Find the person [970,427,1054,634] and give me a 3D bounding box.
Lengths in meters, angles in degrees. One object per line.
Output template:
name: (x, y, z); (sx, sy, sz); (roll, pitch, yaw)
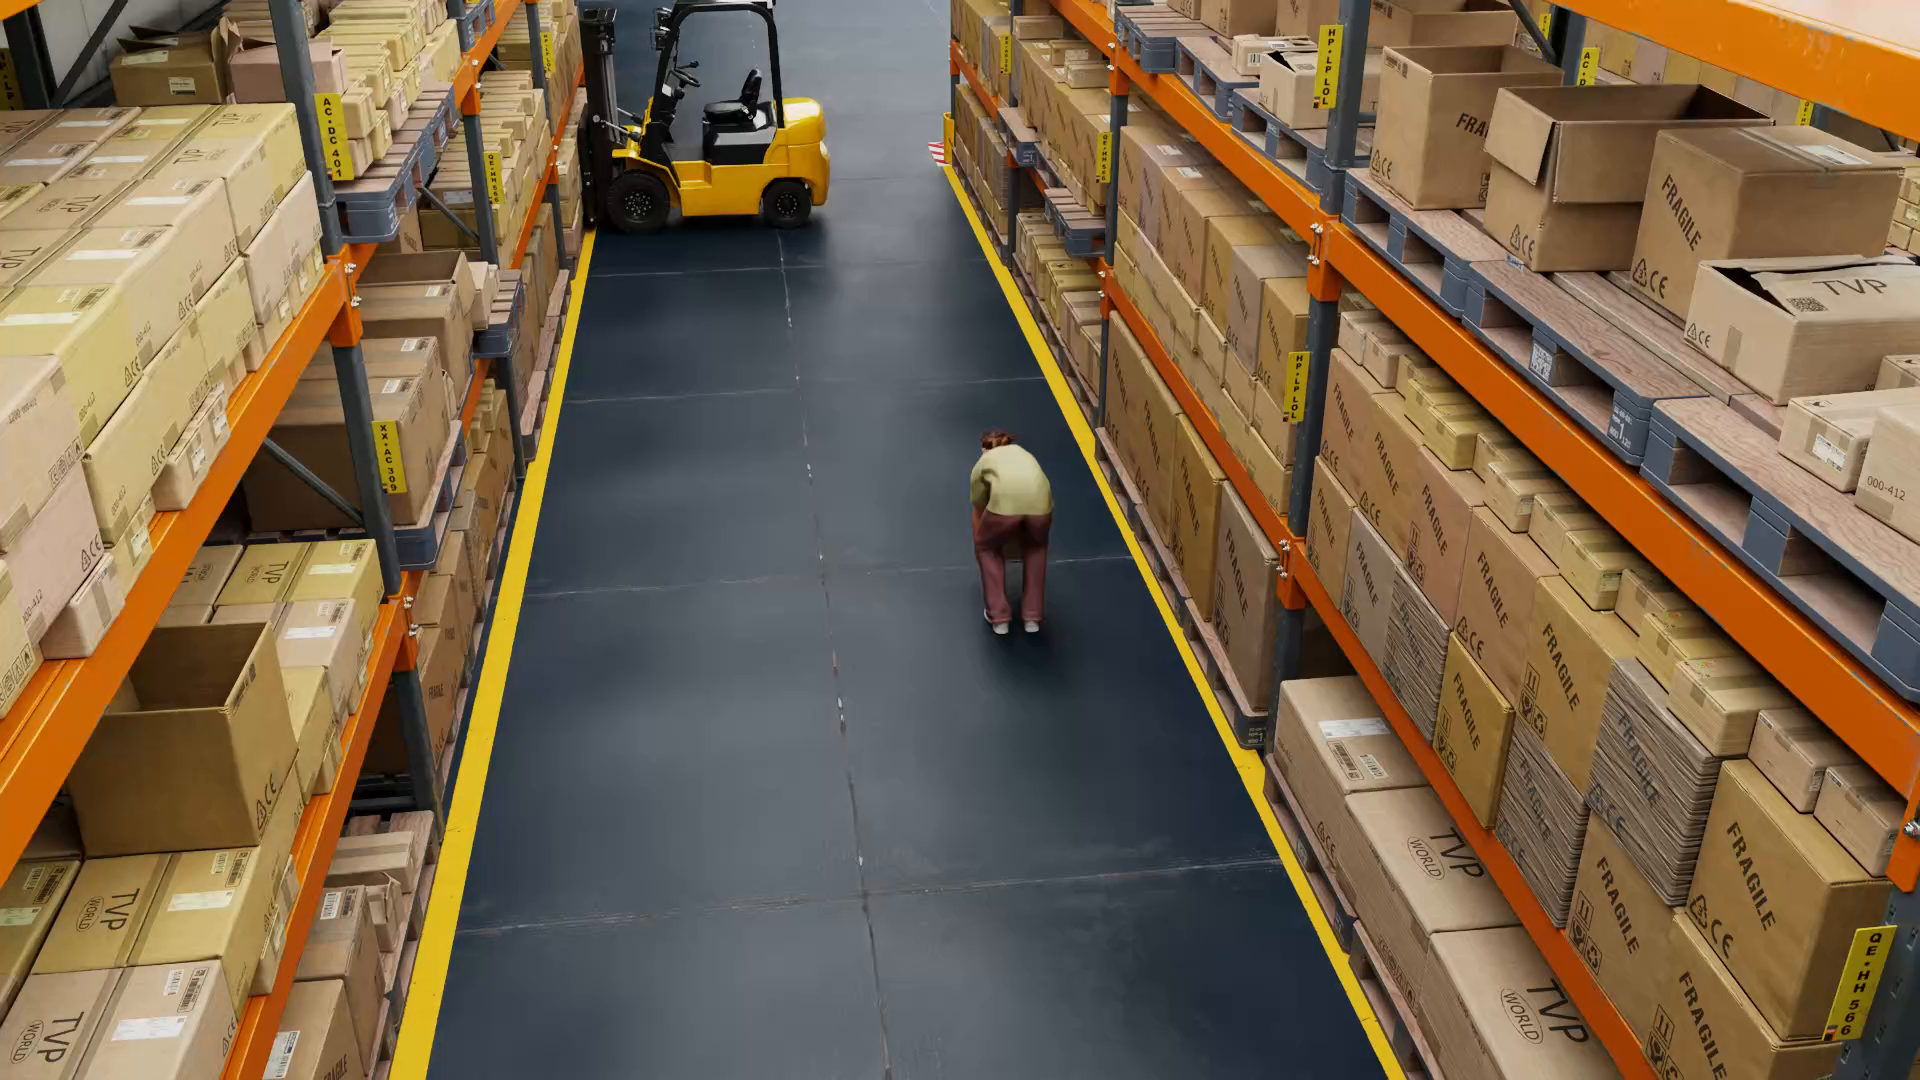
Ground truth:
person: (0.276, -0.054, 9.427); (0.416, 1.034, 0.872); (-5, 28, -9)
